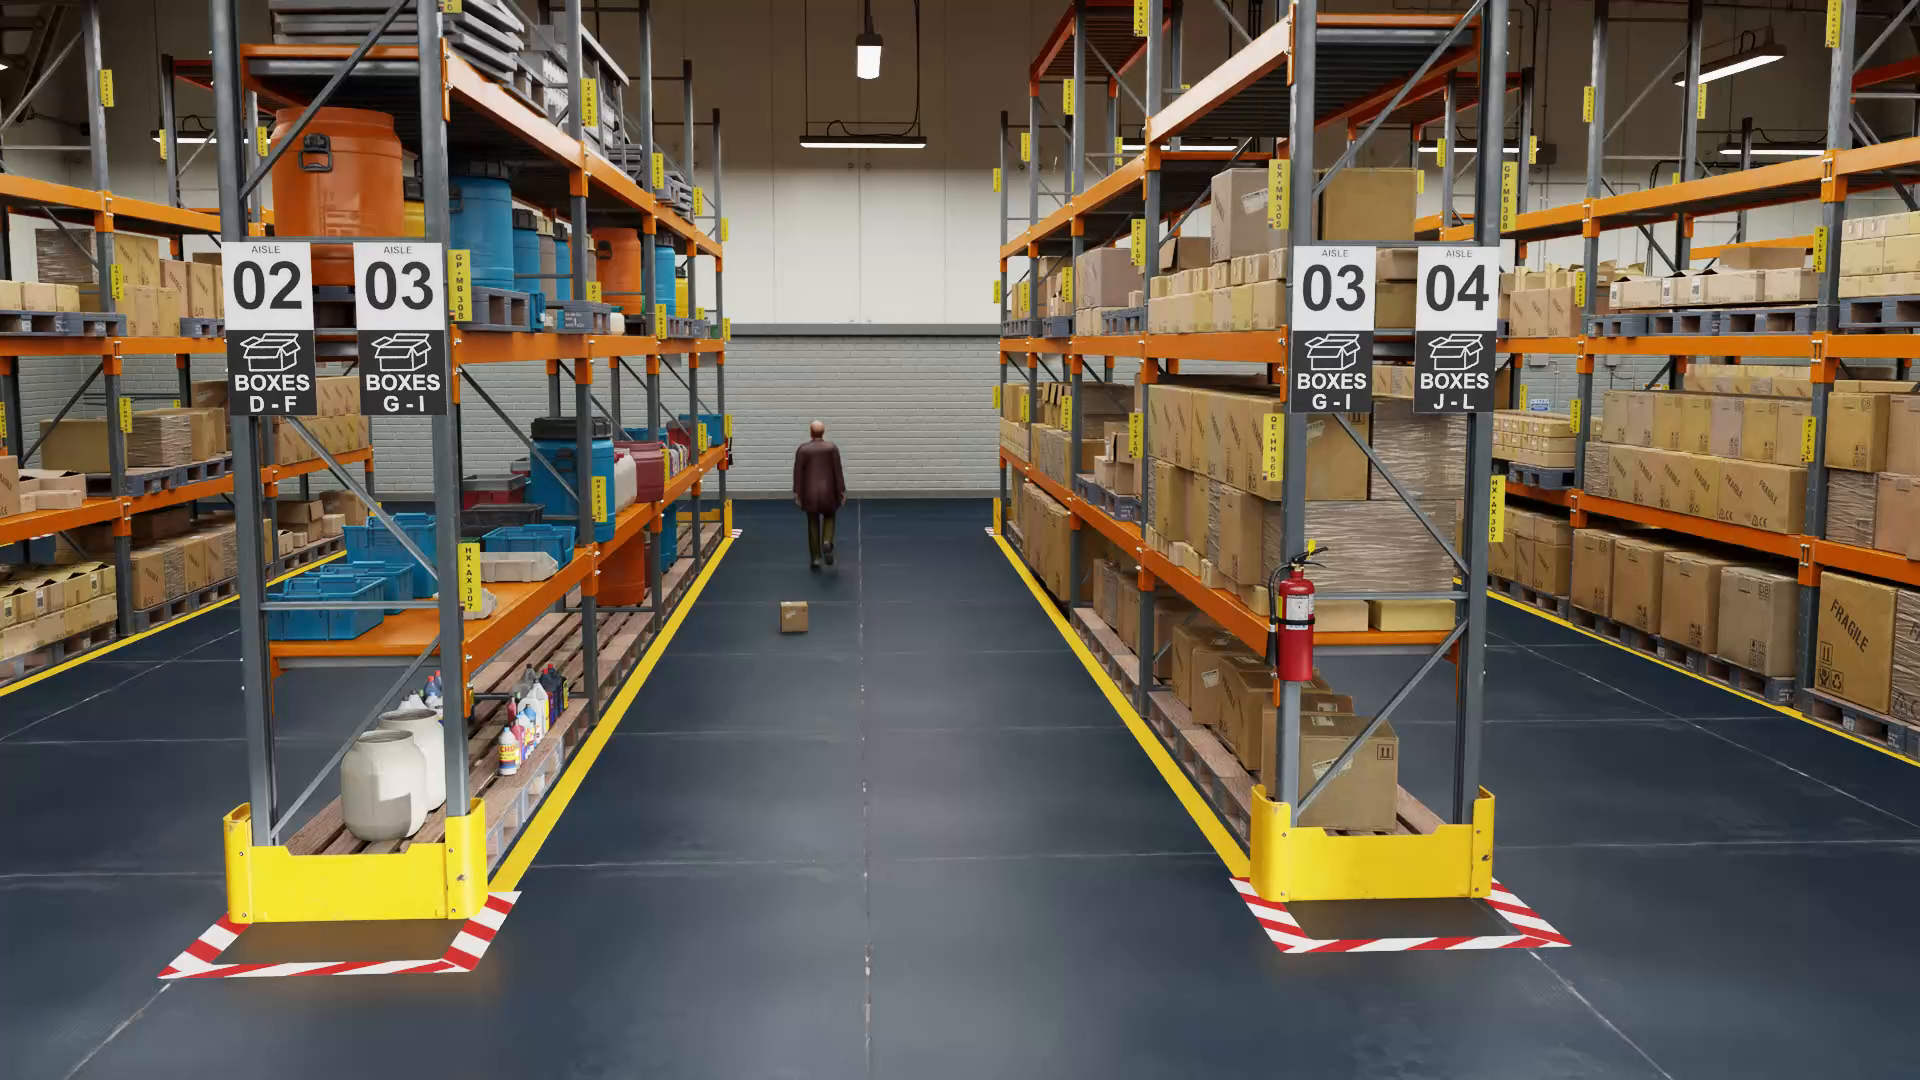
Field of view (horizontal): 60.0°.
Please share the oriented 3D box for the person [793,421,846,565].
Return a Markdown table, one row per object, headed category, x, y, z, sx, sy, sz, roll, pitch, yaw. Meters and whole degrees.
| category | x | y | z | sx | sy | sz | roll | pitch | yaw |
| --- | --- | --- | --- | --- | --- | --- | --- | --- | --- |
| person | -1.735 | -0.579 | 20.550 | 0.649 | 1.791 | 0.510 | -1 | 7 | -8 |
